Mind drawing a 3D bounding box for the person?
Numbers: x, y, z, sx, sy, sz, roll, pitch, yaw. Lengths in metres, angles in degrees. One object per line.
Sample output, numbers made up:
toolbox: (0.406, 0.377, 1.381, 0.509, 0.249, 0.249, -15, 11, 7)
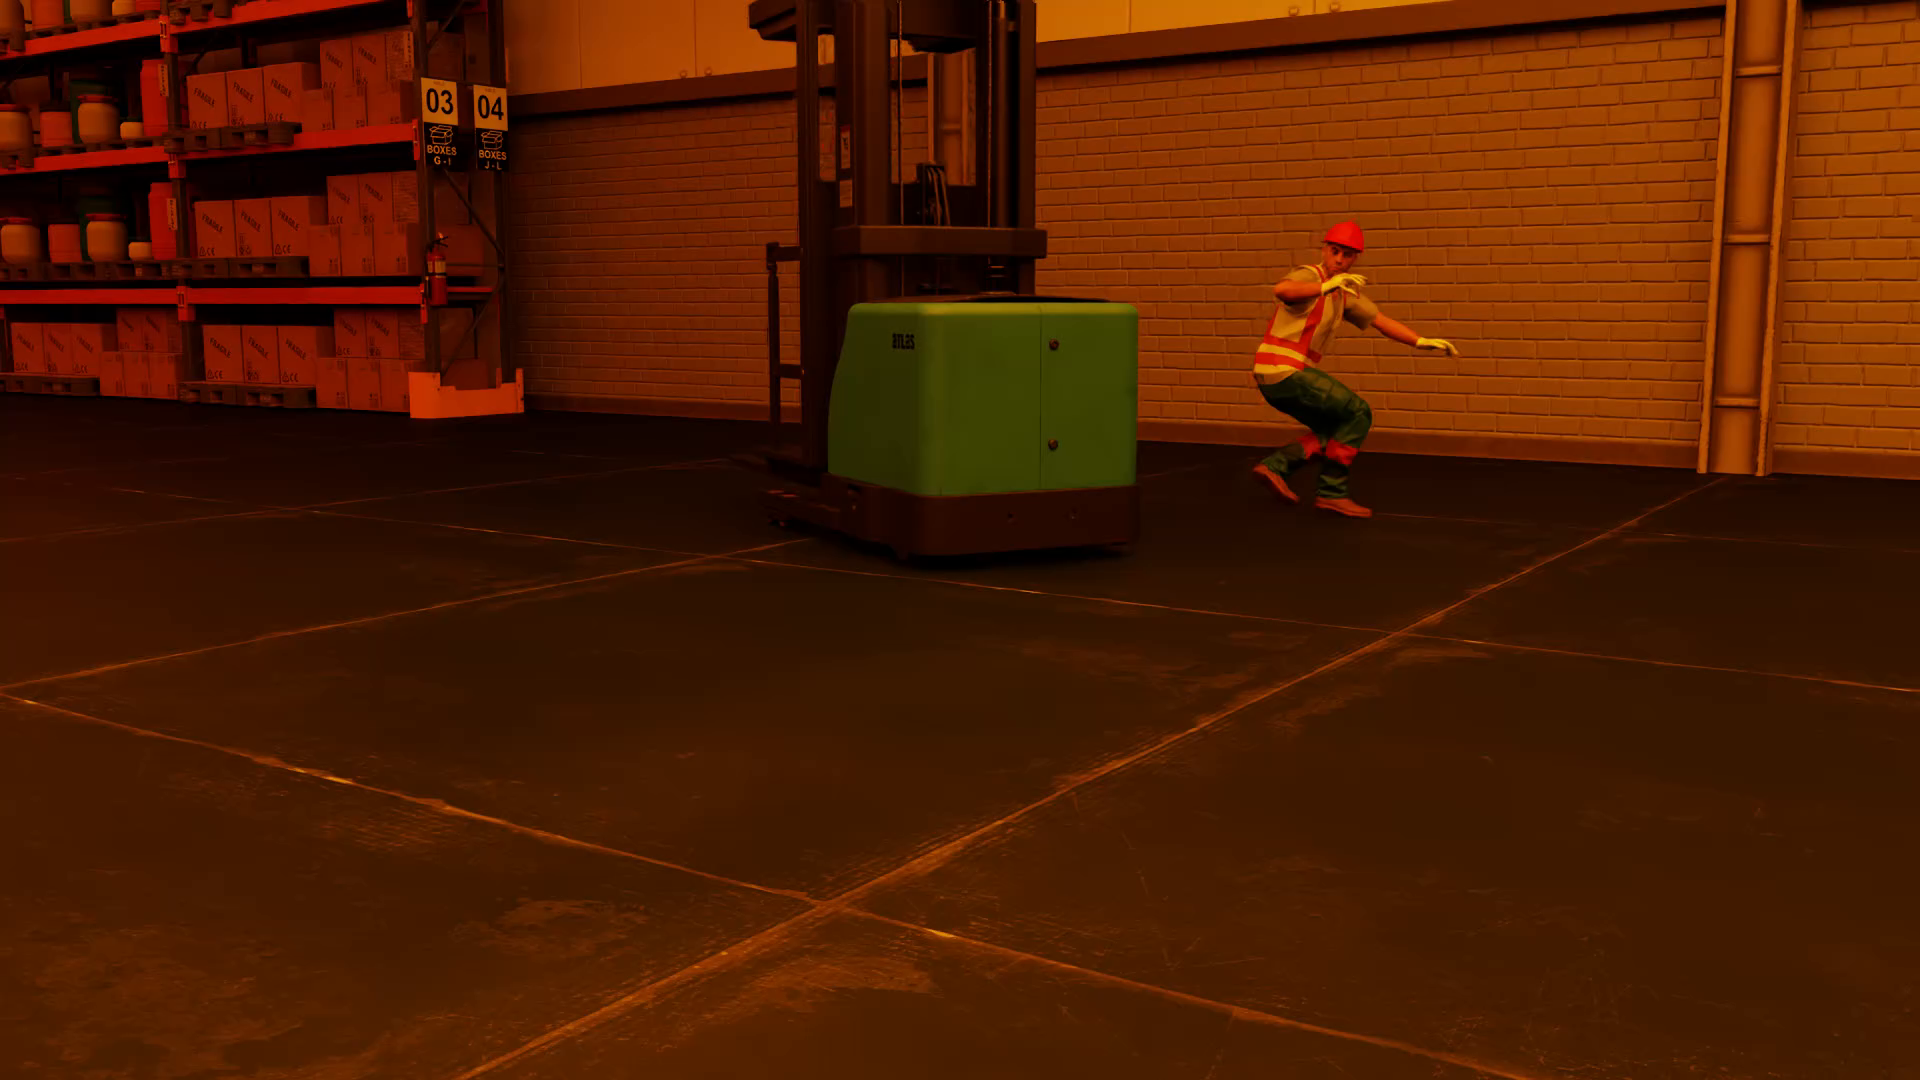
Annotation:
person: (1.990, -0.859, 8.413, 1.021, 1.474, 0.788, 2, 8, 17)

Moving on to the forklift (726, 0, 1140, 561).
forklift: (-0.341, -1.535, 7.984, 1.130, 2.935, 3.031, -4, 9, -26)
